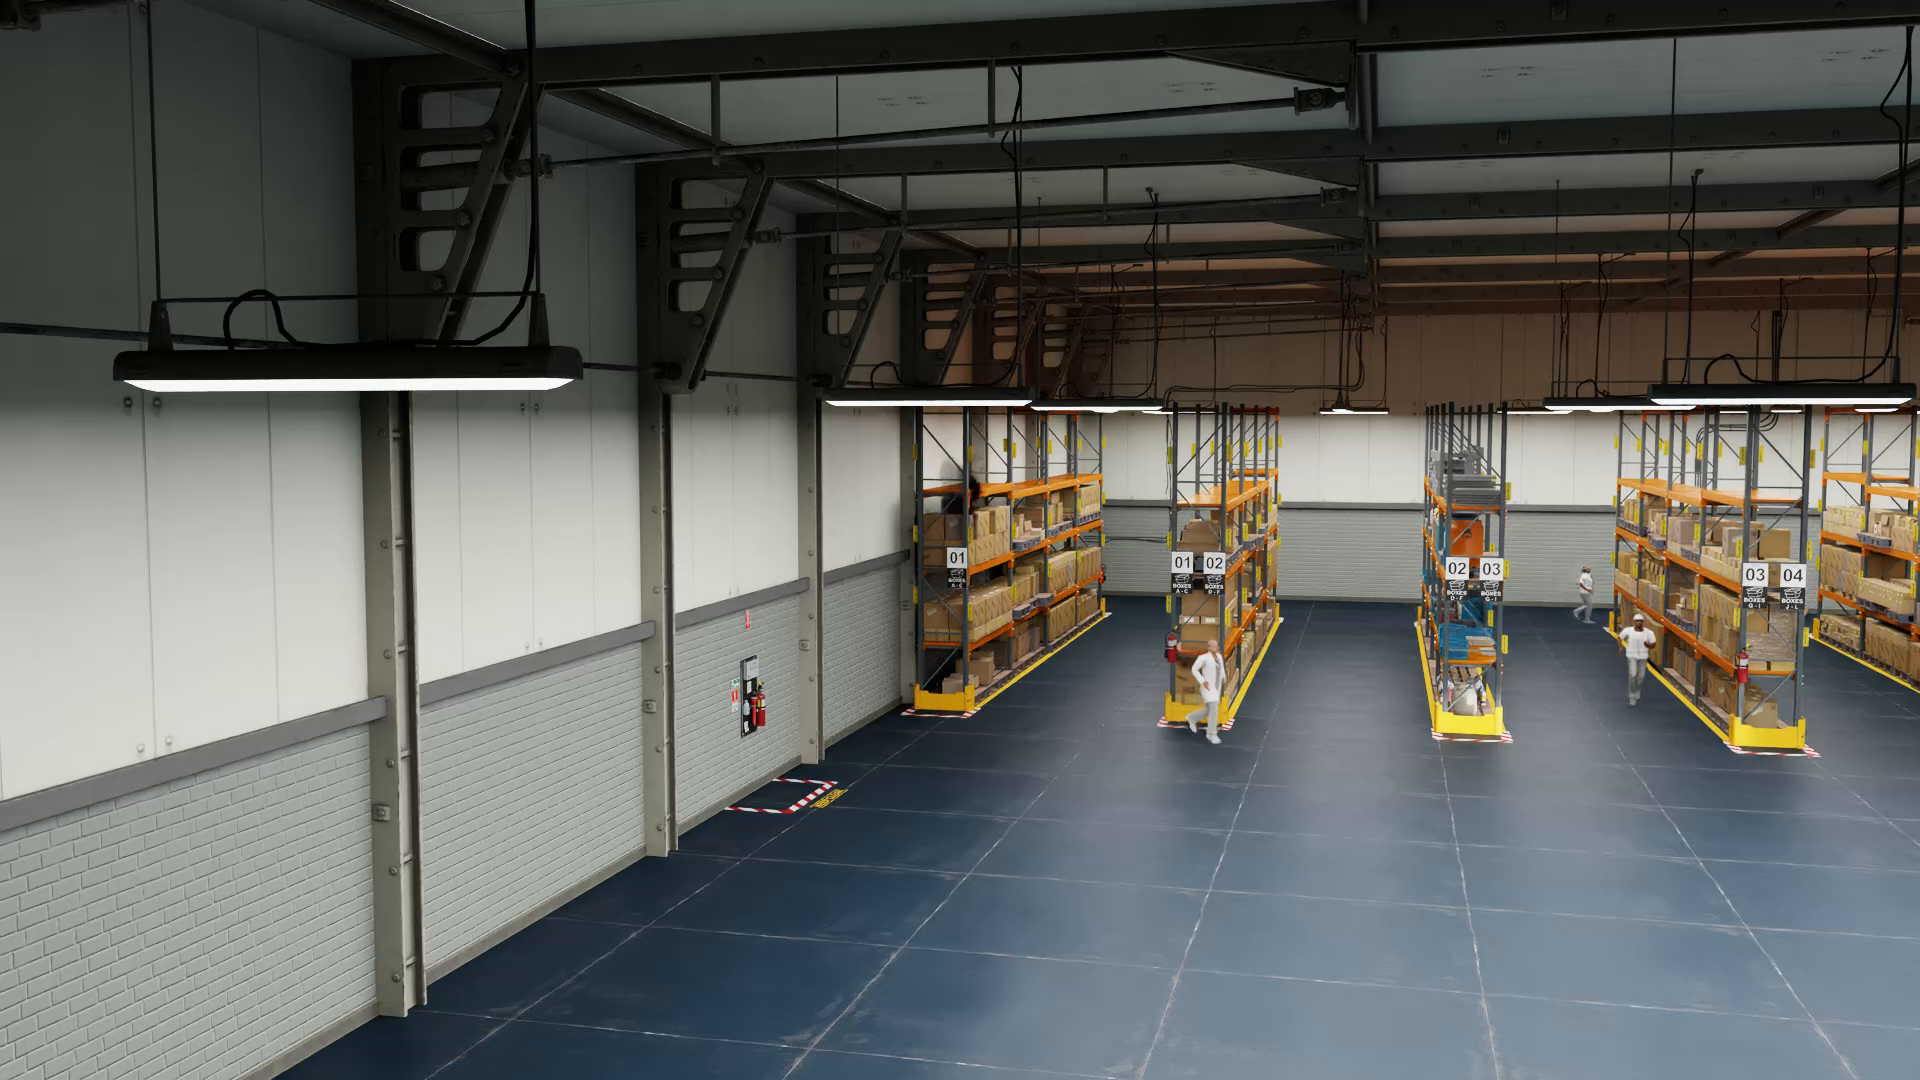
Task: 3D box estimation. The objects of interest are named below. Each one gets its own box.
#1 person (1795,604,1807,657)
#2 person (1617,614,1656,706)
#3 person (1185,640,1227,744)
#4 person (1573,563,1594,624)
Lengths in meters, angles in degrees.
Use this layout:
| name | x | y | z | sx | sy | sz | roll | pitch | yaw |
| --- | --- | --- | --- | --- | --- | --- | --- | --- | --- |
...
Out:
| name | x | y | z | sx | sy | sz | roll | pitch | yaw |
| --- | --- | --- | --- | --- | --- | --- | --- | --- | --- |
| person | 19.842 | 1.986 | 39.477 | 0.556 | 1.626 | 0.520 | 1 | 4 | 15 |
| person | 13.535 | 2.384 | 33.238 | 0.674 | 1.828 | 0.782 | 1 | 4 | 11 |
| person | 4.395 | 2.657 | 29.569 | 0.721 | 1.802 | 0.880 | -4 | 6 | -41 |
| person | 17.345 | 1.479 | 46.223 | 0.588 | 1.672 | 0.587 | 2 | 5 | 30 |
